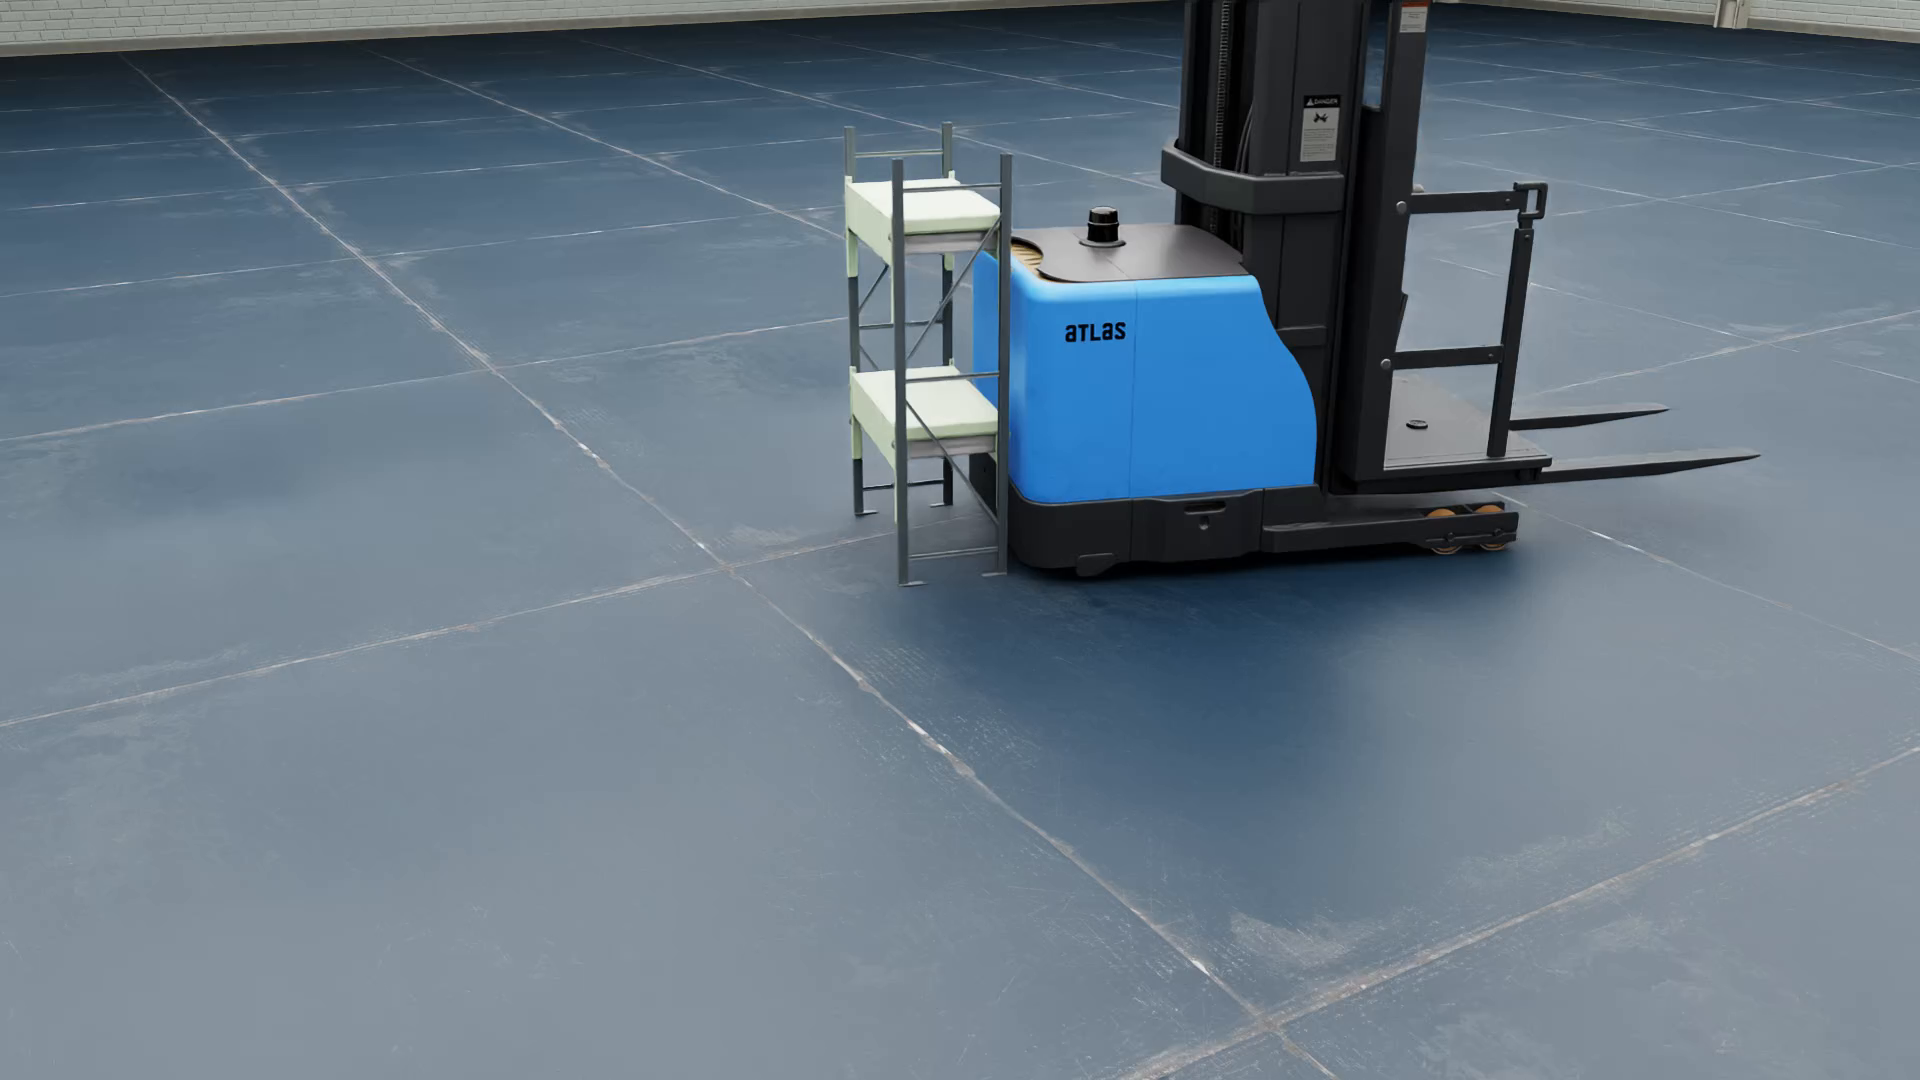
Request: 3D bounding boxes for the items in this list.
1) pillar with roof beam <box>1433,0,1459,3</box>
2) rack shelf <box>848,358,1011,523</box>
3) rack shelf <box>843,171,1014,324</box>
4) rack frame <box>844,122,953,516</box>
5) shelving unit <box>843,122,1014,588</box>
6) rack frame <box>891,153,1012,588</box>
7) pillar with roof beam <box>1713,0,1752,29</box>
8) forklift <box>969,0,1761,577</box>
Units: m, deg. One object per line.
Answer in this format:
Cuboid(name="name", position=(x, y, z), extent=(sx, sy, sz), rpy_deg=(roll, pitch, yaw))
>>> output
Cuboid(name="pillar with roof beam", position=(5.332, -13.332, 27.162), extent=(9.100, 9.000, 0.400), rpy_deg=(-13, 25, -28))
Cuboid(name="rack shelf", position=(-0.124, -0.380, 6.121), extent=(0.431, 0.370, 0.720), rpy_deg=(-6, 23, -15))
Cuboid(name="rack shelf", position=(-0.124, -1.044, 5.851), extent=(0.431, 0.370, 0.720), rpy_deg=(-6, 23, -15))
Cuboid(name="rack frame", position=(-0.223, -0.815, 6.324), extent=(0.400, 1.500, 0.023), rpy_deg=(-6, 23, -15))
Cuboid(name="shelving unit", position=(-0.124, -0.682, 5.998), extent=(0.431, 1.500, 0.755), rpy_deg=(-6, 23, -15))
Cuboid(name="rack frame", position=(-0.025, -0.549, 5.671), extent=(0.400, 1.500, 0.023), rpy_deg=(-6, 23, -15))
Cuboid(name="pillar with roof beam", position=(8.397, -11.390, 22.383), extent=(9.100, 9.000, 0.400), rpy_deg=(-13, 25, -28))
Cuboid(name="forklift", position=(1.608, -1.493, 6.092), extent=(3.031, 2.935, 1.130), rpy_deg=(-5, 23, -11))
